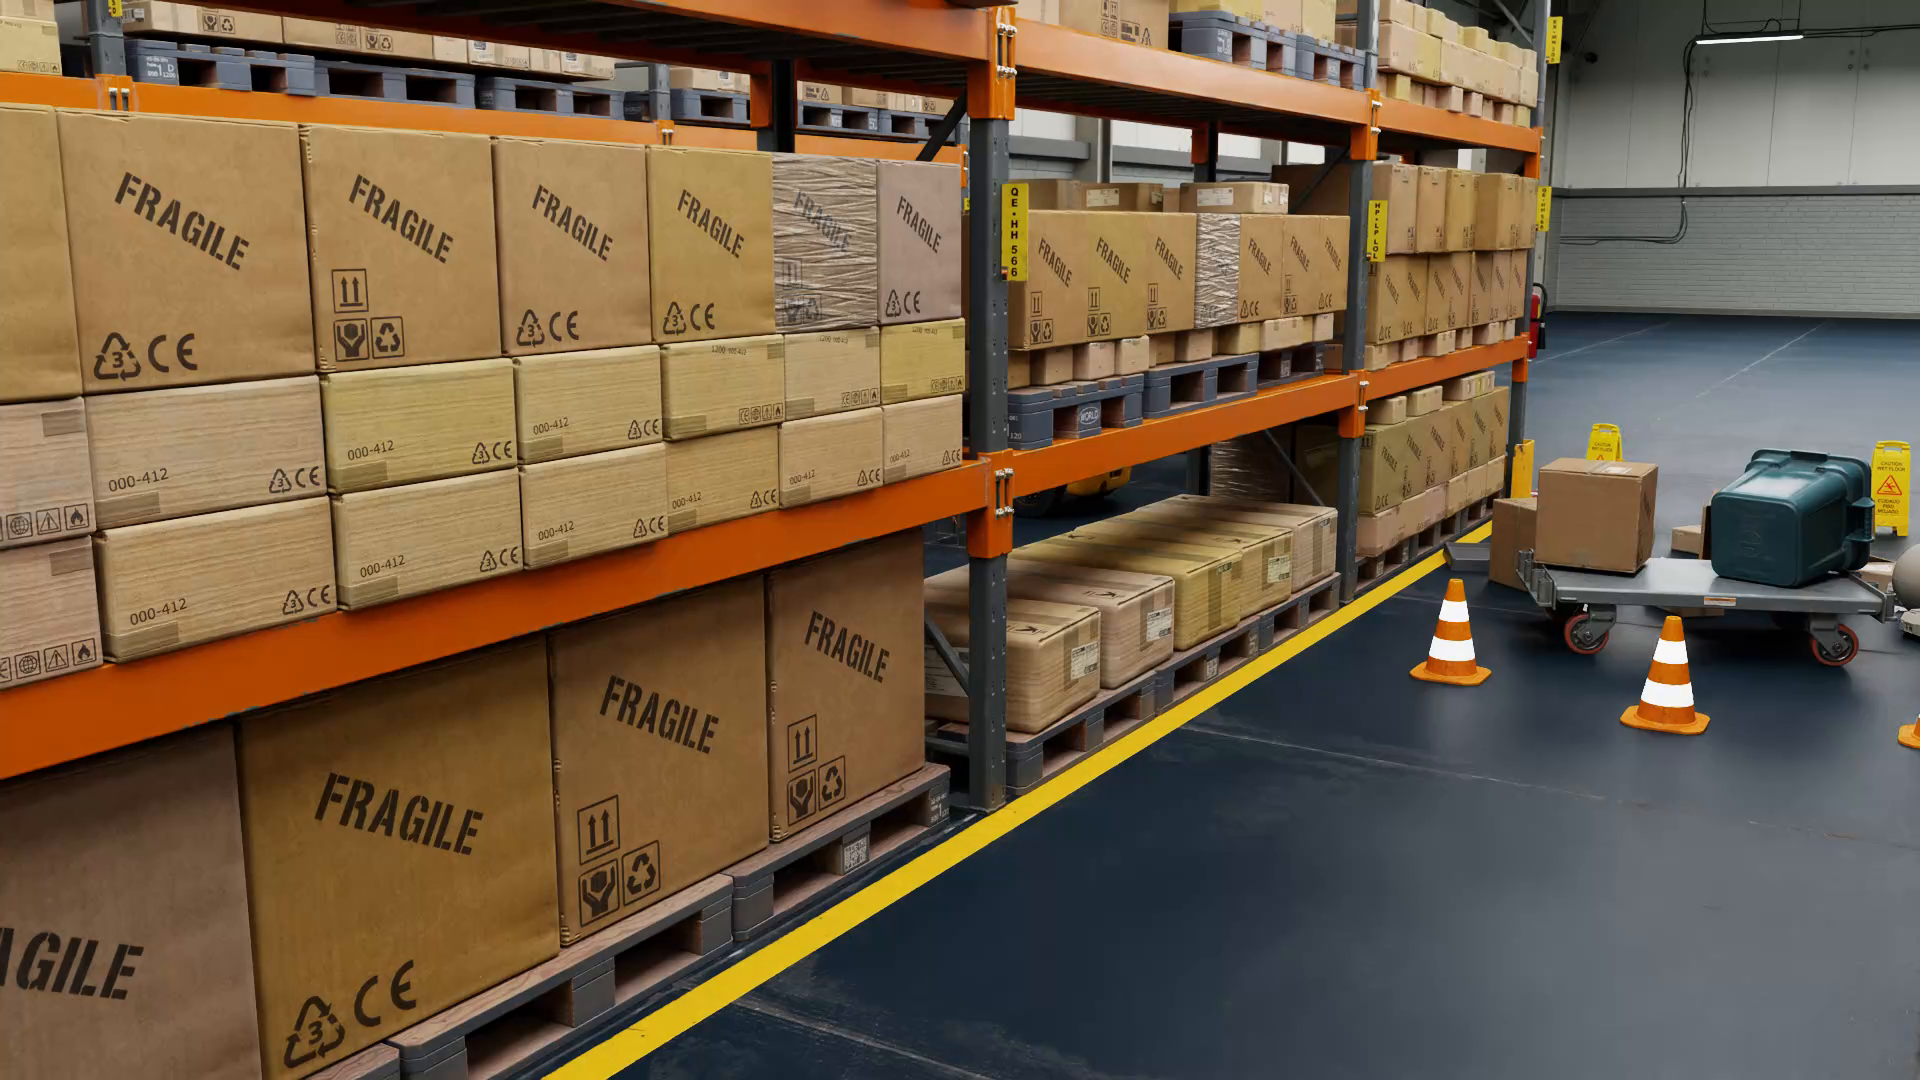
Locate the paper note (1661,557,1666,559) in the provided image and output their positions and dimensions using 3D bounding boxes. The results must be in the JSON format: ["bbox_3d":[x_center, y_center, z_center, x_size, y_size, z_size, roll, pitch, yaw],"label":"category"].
[{"bbox_3d":[4.506,0.133,10.604,0.142,0.019,0.148,-8,13,-38],"label":"paper note"}]

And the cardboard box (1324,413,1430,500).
[{"bbox_3d":[2.593,-0.536,10.375,0.500,0.500,0.500,7,13,33],"label":"cardboard box"}]

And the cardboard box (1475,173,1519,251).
[{"bbox_3d":[3.340,-2.206,11.205,0.700,0.500,0.500,6,12,30],"label":"cardboard box"}]

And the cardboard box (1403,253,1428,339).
[{"bbox_3d":[2.495,-1.480,10.041,0.500,0.500,0.500,6,12,30],"label":"cardboard box"}]

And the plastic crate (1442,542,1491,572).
[{"bbox_3d":[3.304,0.106,10.585,0.402,0.080,0.583,2,11,11],"label":"plastic crate"}]

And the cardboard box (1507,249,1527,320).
[{"bbox_3d":[3.818,-1.873,12.144,0.500,0.500,0.500,6,12,30],"label":"cardboard box"}]

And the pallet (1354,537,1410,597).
[{"bbox_3d":[2.106,0.101,10.255,1.003,0.211,1.213,6,12,31],"label":"pallet"}]

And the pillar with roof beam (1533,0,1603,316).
[{"bbox_3d":[17.743,-9.495,37.635,9.100,9.000,0.548,6,12,31],"label":"pillar with roof beam"}]

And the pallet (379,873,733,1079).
[{"bbox_3d":[-1.397,1.147,4.668,1.003,0.211,1.213,6,12,31],"label":"pallet"}]

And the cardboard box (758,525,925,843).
[{"bbox_3d":[-0.719,0.407,5.675,0.875,0.875,0.875,6,12,30],"label":"cardboard box"}]

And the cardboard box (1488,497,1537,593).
[{"bbox_3d":[3.507,0.028,9.852,0.500,0.500,0.500,-4,11,-18],"label":"cardboard box"}]

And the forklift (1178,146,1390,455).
[{"bbox_3d":[2.755,-2.026,14.224,3.031,2.935,1.130,3,11,16],"label":"forklift"}]

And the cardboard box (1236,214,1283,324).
[{"bbox_3d":[1.215,-1.309,7.988,0.500,0.500,0.500,7,13,33],"label":"cardboard box"}]

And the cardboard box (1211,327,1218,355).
[{"bbox_3d":[0.990,-0.946,7.809,0.380,0.149,0.250,6,12,29],"label":"cardboard box"}]

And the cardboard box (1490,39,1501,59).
[{"bbox_3d":[3.482,-3.337,11.408,0.380,0.149,0.250,6,12,31],"label":"cardboard box"}]

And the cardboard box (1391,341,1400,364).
[{"bbox_3d":[2.424,-1.145,10.018,0.380,0.149,0.250,6,12,30],"label":"cardboard box"}]

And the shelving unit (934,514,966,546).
[{"bbox_3d":[-0.028,-0.508,11.227,0.215,1.050,0.252,6,12,31],"label":"shelving unit"}]

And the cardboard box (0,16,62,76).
[{"bbox_3d":[-4.592,-2.302,7.769,0.500,0.250,0.500,6,12,29],"label":"cardboard box"}]

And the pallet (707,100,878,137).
[{"bbox_3d":[-1.402,-3.393,13.429,1.003,0.211,1.213,6,12,31],"label":"pallet"}]

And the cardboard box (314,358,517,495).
[{"bbox_3d":[-1.365,-0.278,3.752,0.500,0.250,0.500,7,12,31],"label":"cardboard box"}]

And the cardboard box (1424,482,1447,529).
[{"bbox_3d":[2.865,-0.251,10.890,0.500,0.250,0.500,6,12,30],"label":"cardboard box"}]

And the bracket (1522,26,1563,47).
[{"bbox_3d":[12.814,-11.172,36.806,0.076,0.066,4.783,6,12,31],"label":"bracket"}]

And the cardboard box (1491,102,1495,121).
[{"bbox_3d":[3.462,-2.943,11.471,0.380,0.149,0.250,6,12,31],"label":"cardboard box"}]

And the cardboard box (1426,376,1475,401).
[{"bbox_3d":[3.267,-1.036,11.283,0.380,0.149,0.250,7,13,33],"label":"cardboard box"}]

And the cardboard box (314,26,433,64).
[{"bbox_3d":[-3.420,-3.035,9.592,0.500,0.500,0.500,7,13,32],"label":"cardboard box"}]

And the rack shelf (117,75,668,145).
[{"bbox_3d":[-3.495,-2.440,10.056,1.077,0.370,4.000,6,12,31],"label":"rack shelf"}]

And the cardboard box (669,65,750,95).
[{"bbox_3d":[-1.816,-3.428,12.205,0.500,0.311,0.500,7,13,32],"label":"cardboard box"}]

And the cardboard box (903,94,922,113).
[{"bbox_3d":[-0.550,-3.710,14.155,0.380,0.149,0.250,6,12,29],"label":"cardboard box"}]

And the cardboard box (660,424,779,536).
[{"bbox_3d":[-0.857,-0.194,4.661,0.500,0.250,0.500,6,12,30],"label":"cardboard box"}]

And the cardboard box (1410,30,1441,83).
[{"bbox_3d":[2.510,-2.832,9.795,0.500,0.250,0.500,6,12,30],"label":"cardboard box"}]

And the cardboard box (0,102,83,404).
[{"bbox_3d":[-1.892,-0.485,2.817,0.500,0.500,0.500,7,12,31],"label":"cardboard box"}]

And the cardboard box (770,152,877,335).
[{"bbox_3d":[-0.593,-0.884,4.952,0.500,0.500,0.500,7,12,32],"label":"cardboard box"}]

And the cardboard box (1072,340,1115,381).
[{"bbox_3d":[0.396,-0.728,6.645,0.380,0.149,0.250,5,12,27],"label":"cardboard box"}]

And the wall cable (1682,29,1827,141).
[{"bbox_3d":[19.036,-10.941,40.072,3.097,2.526,0.112,6,12,31],"label":"wall cable"}]

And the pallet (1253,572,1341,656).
[{"bbox_3d":[1.385,0.333,9.018,1.003,0.211,1.213,6,12,31],"label":"pallet"}]

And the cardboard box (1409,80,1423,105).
[{"bbox_3d":[2.541,-2.658,9.946,0.380,0.149,0.250,7,13,32],"label":"cardboard box"}]

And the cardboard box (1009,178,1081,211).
[{"bbox_3d":[0.319,-1.536,7.439,0.380,0.149,0.250,6,12,28],"label":"cardboard box"}]

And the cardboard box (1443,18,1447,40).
[{"bbox_3d":[2.730,-3.089,10.080,0.380,0.149,0.250,6,12,29],"label":"cardboard box"}]

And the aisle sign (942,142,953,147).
[{"bbox_3d":[-0.095,-3.523,14.973,0.394,0.787,0.004,6,12,31],"label":"aisle sign"}]

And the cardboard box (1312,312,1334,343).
[{"bbox_3d":[1.757,-1.136,8.828,0.380,0.149,0.250,7,12,32],"label":"cardboard box"}]

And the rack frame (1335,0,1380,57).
[{"bbox_3d":[1.788,-4.109,8.864,1.000,3.000,0.127,6,12,31],"label":"rack frame"}]

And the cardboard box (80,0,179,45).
[{"bbox_3d":[-4.376,-2.800,9.015,0.500,0.250,0.500,6,12,31],"label":"cardboard box"}]

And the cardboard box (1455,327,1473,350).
[{"bbox_3d":[3.249,-1.379,11.266,0.380,0.149,0.250,6,12,30],"label":"cardboard box"}]

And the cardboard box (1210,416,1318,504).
[{"bbox_3d":[1.866,-0.503,10.196,0.500,0.500,0.500,6,12,30],"label":"cardboard box"}]

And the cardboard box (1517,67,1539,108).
[{"bbox_3d":[3.829,-3.230,11.920,0.500,0.250,0.500,6,12,30],"label":"cardboard box"}]

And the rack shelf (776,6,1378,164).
[{"bbox_3d":[0.749,-1.967,7.526,1.077,0.370,4.000,6,12,31],"label":"rack shelf"}]

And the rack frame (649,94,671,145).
[{"bbox_3d":[-2.457,-1.634,11.946,1.000,3.000,0.127,6,12,31],"label":"rack frame"}]

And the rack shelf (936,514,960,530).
[{"bbox_3d":[-0.028,-0.224,11.280,0.215,0.259,0.240,6,12,31],"label":"rack shelf"}]

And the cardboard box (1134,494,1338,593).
[{"bbox_3d":[1.518,0.007,9.178,0.950,0.372,0.625,7,12,31],"label":"cardboard box"}]

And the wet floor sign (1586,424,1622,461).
[{"bbox_3d":[4.878,-0.560,12.607,0.232,0.644,0.267,-8,13,-38],"label":"wet floor sign"}]

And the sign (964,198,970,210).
[{"bbox_3d":[0.077,-2.895,14.890,0.100,0.325,0.005,6,12,31],"label":"sign"}]

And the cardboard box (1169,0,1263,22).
[{"bbox_3d":[1.076,-2.503,7.701,0.500,0.250,0.500,7,12,31],"label":"cardboard box"}]
